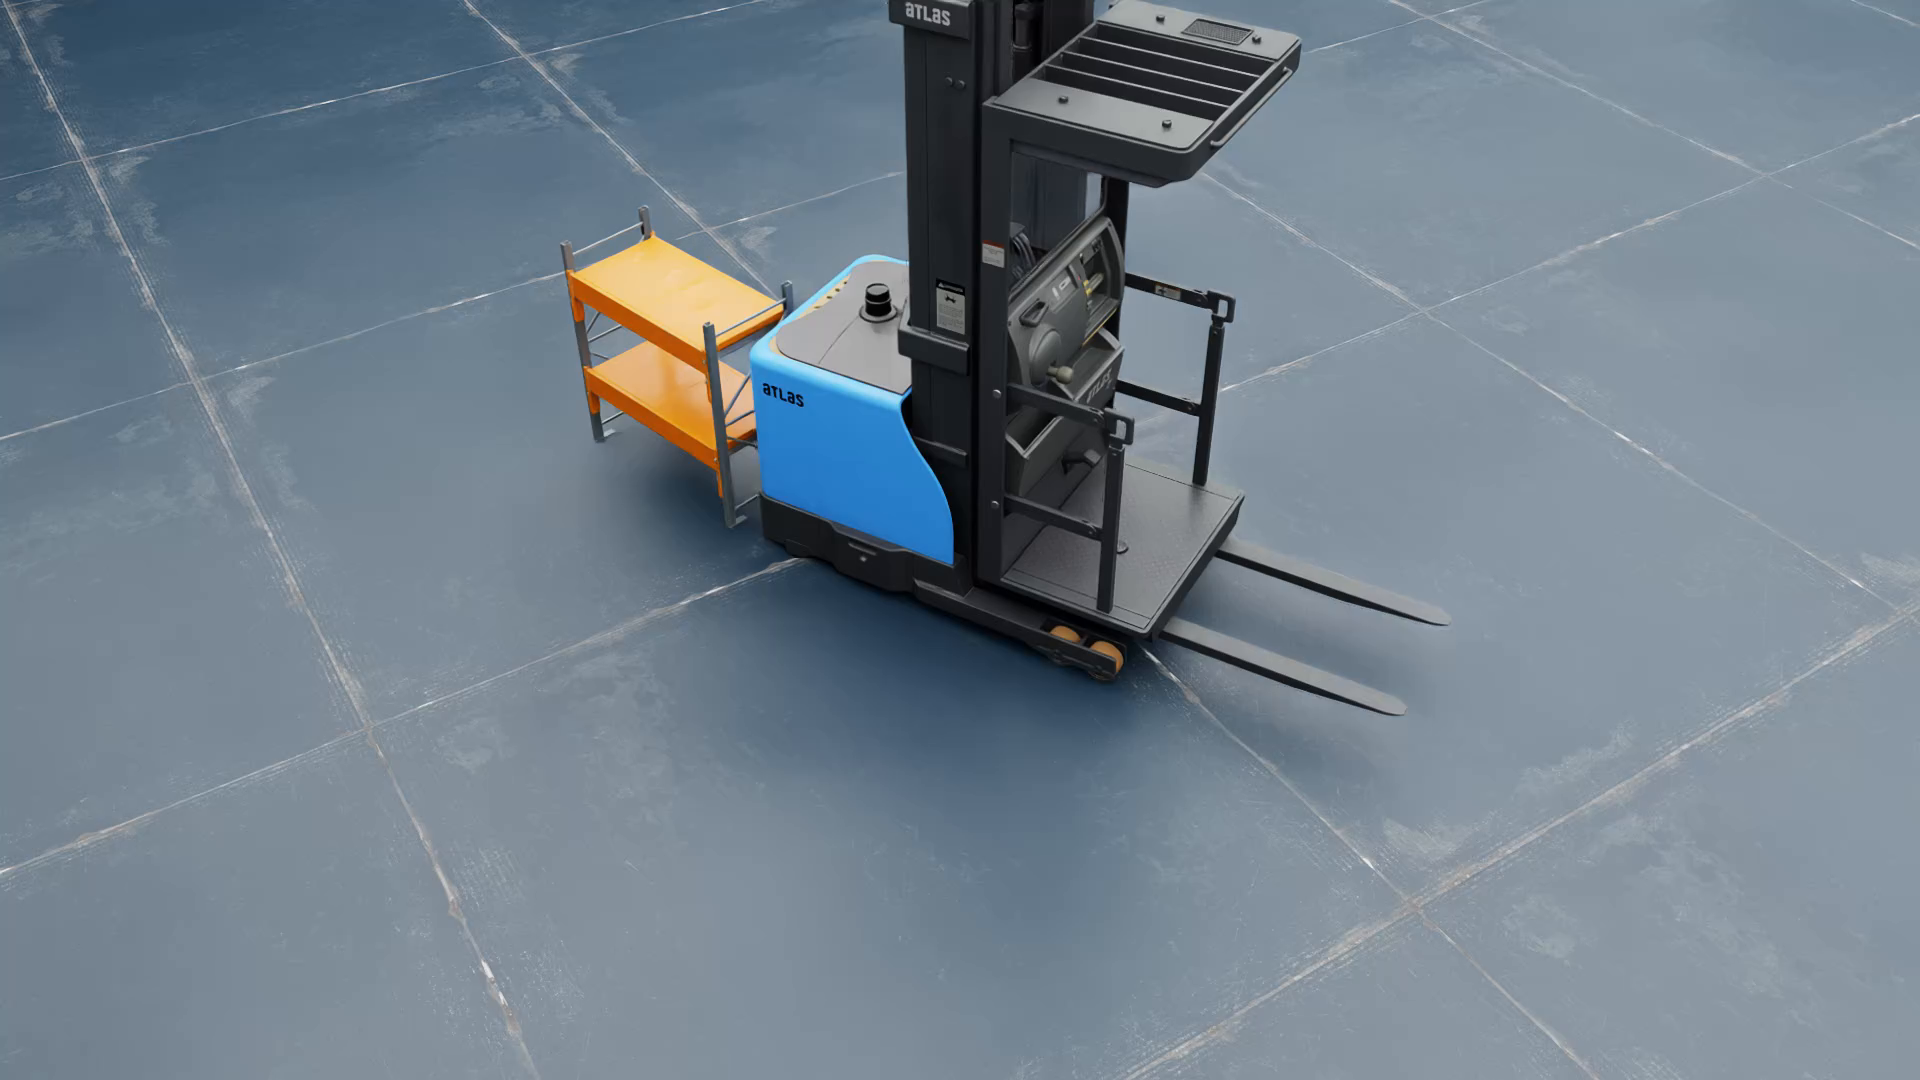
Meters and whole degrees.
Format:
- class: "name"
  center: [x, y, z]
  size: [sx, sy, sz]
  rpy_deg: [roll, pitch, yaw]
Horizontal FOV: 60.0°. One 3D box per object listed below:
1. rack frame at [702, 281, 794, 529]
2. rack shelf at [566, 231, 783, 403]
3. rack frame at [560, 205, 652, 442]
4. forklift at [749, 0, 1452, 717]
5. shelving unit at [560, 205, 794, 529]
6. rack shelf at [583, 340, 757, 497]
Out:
- class: "rack frame"
  center: [-0.931, -0.608, 7.661]
  size: [0.032, 1.125, 0.500]
  rpy_deg: [31, 49, 32]
- class: "rack shelf"
  center: [-1.302, -1.055, 7.741]
  size: [1.000, 0.278, 0.538]
  rpy_deg: [31, 49, 32]
- class: "rack frame"
  center: [-1.673, -1.053, 8.195]
  size: [0.032, 1.125, 0.500]
  rpy_deg: [31, 49, 32]
- class: "forklift"
  center: [0.613, -0.919, 6.623]
  size: [3.031, 2.935, 1.130]
  rpy_deg: [20, 44, 22]
- class: "shelving unit"
  center: [-1.302, -0.830, 7.928]
  size: [1.048, 1.125, 0.538]
  rpy_deg: [31, 49, 32]
- class: "rack shelf"
  center: [-1.302, -0.643, 8.085]
  size: [1.000, 0.278, 0.538]
  rpy_deg: [31, 49, 32]
